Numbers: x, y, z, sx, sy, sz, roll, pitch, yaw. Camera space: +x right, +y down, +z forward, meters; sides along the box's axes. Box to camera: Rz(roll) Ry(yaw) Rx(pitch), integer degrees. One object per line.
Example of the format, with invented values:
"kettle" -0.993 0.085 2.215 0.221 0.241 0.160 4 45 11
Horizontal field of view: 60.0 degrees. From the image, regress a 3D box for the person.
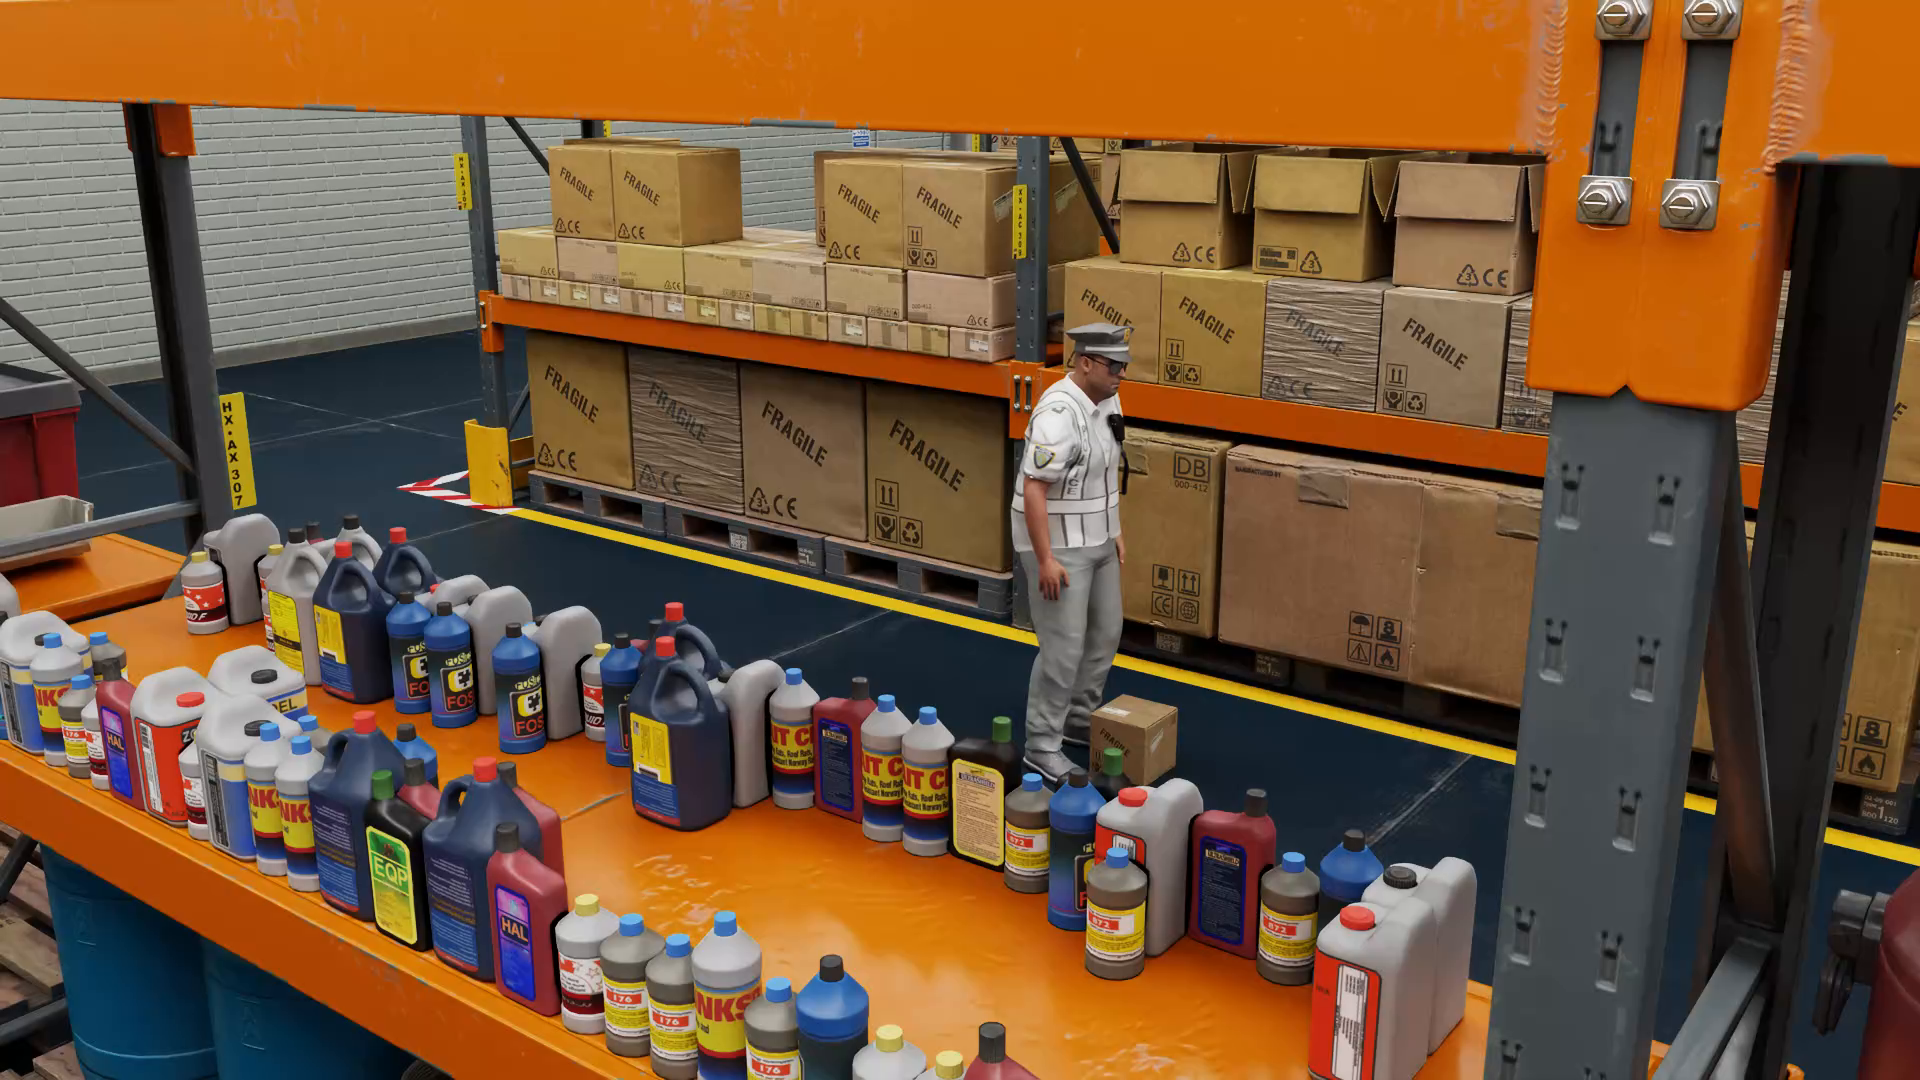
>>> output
"person" 0.441 0.024 6.444 0.435 1.748 0.586 11 20 32
